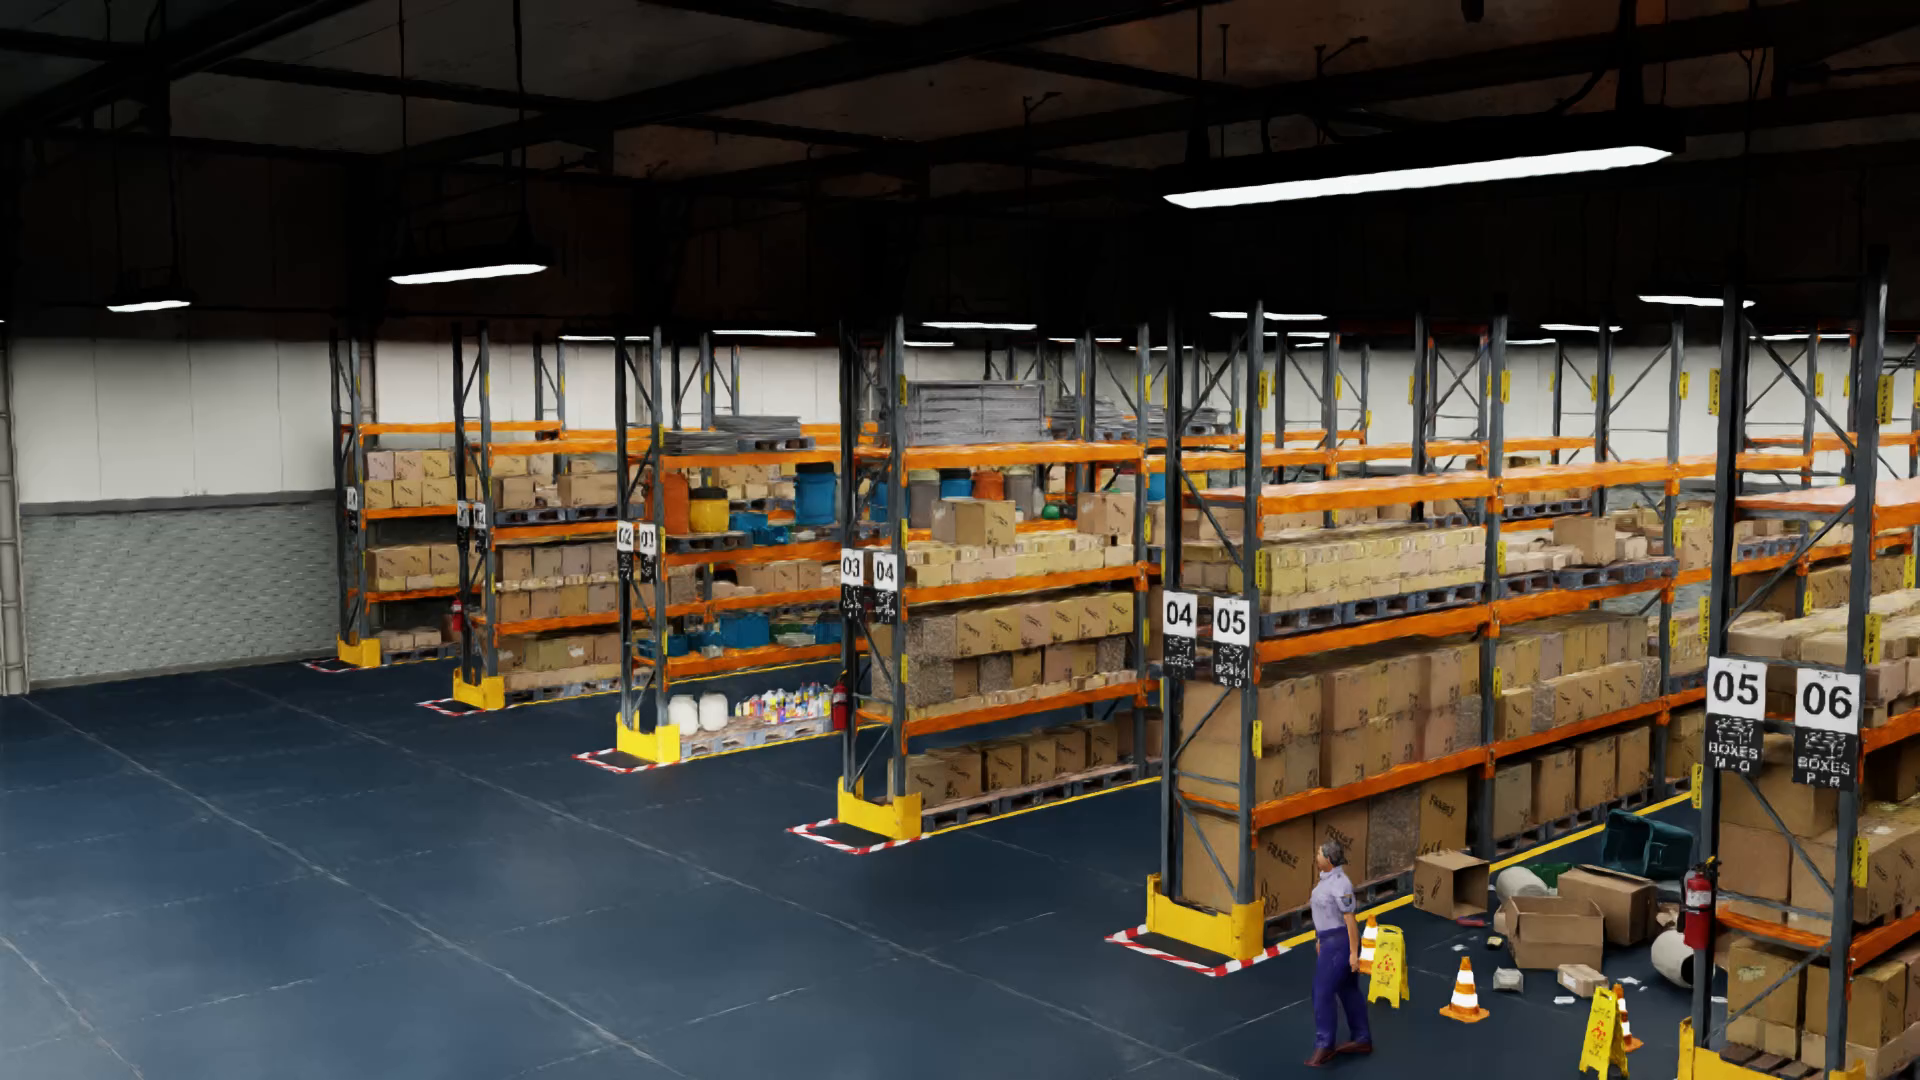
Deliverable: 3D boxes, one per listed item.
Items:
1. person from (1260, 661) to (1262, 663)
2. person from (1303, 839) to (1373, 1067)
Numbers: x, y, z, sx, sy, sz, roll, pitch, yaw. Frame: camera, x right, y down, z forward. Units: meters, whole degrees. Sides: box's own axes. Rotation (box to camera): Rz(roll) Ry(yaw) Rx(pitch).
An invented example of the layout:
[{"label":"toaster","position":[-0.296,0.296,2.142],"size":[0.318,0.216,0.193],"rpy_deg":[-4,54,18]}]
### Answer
[{"label":"person","position":[3.819,2.220,21.210],"size":[0.574,1.726,0.677],"rpy_deg":[-5,8,-44]},{"label":"person","position":[2.889,3.126,12.648],"size":[0.530,1.663,0.590],"rpy_deg":[1,6,11]}]
